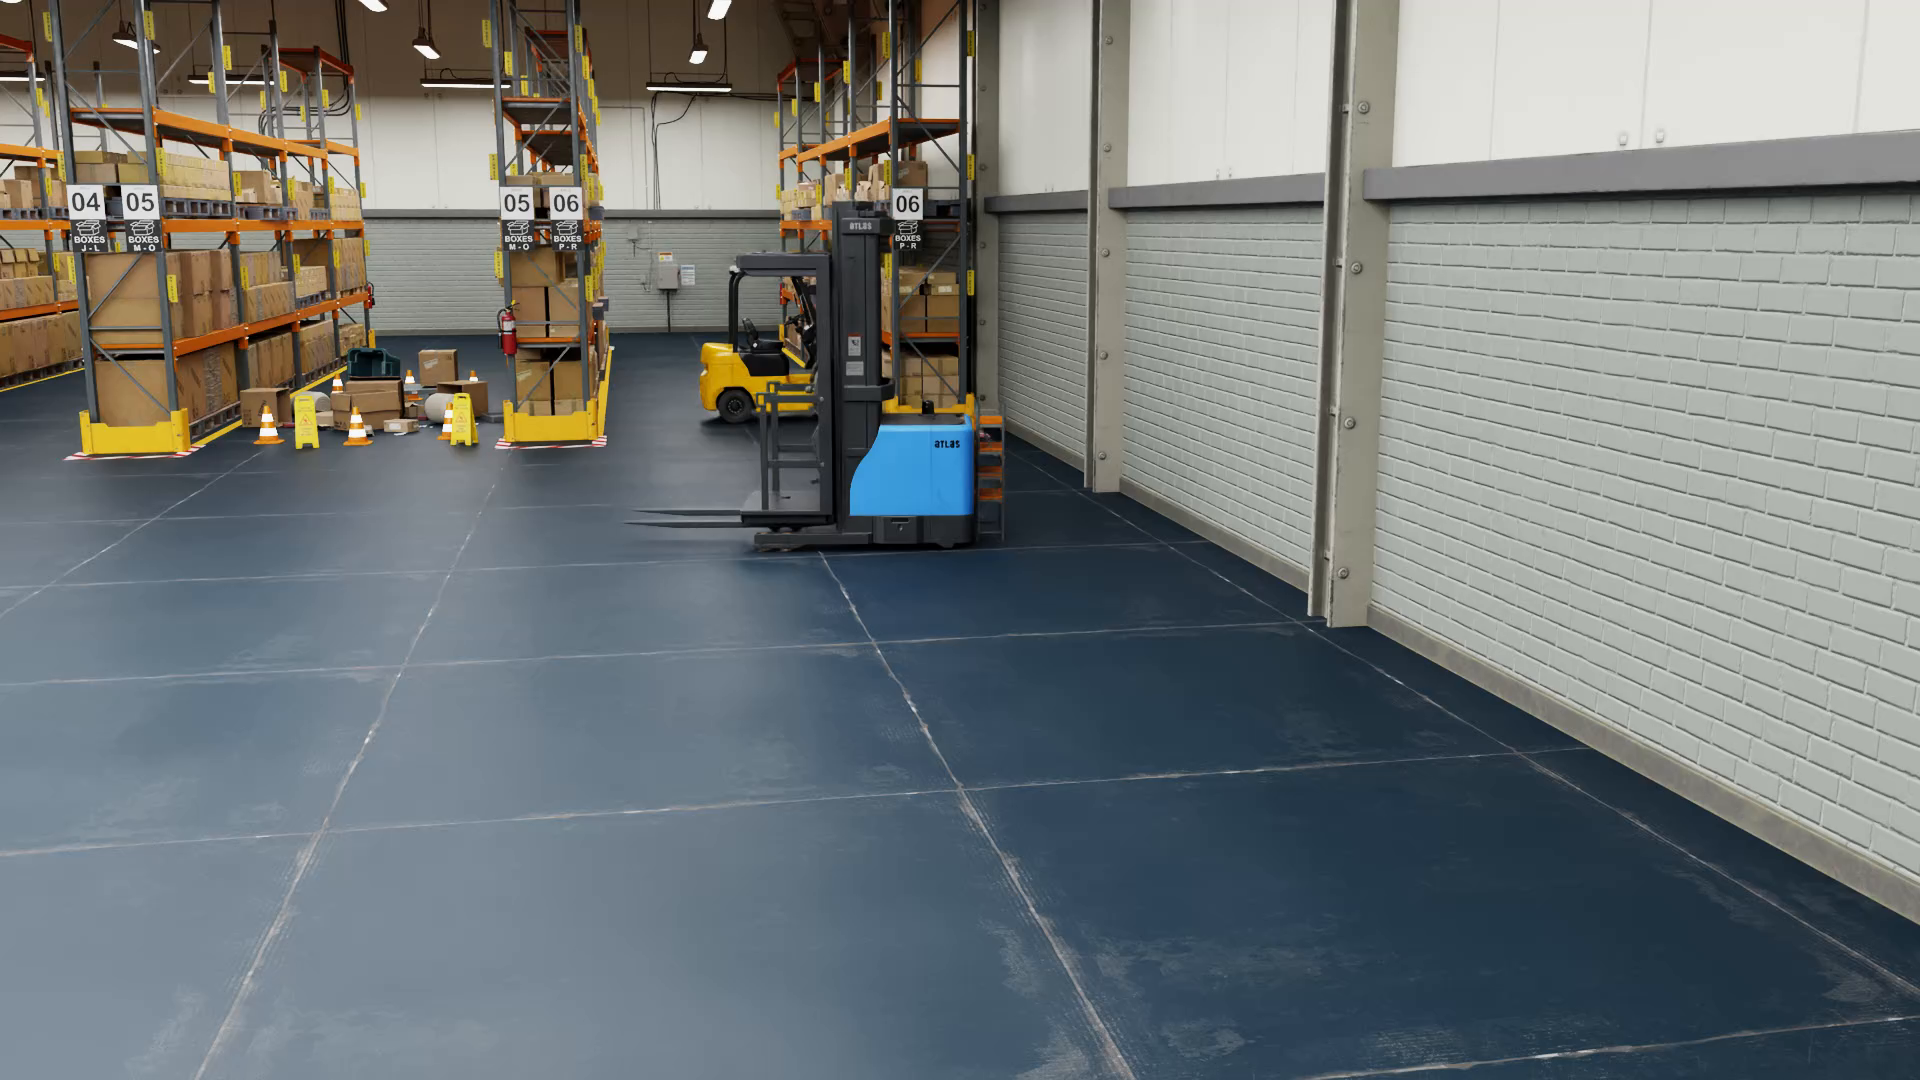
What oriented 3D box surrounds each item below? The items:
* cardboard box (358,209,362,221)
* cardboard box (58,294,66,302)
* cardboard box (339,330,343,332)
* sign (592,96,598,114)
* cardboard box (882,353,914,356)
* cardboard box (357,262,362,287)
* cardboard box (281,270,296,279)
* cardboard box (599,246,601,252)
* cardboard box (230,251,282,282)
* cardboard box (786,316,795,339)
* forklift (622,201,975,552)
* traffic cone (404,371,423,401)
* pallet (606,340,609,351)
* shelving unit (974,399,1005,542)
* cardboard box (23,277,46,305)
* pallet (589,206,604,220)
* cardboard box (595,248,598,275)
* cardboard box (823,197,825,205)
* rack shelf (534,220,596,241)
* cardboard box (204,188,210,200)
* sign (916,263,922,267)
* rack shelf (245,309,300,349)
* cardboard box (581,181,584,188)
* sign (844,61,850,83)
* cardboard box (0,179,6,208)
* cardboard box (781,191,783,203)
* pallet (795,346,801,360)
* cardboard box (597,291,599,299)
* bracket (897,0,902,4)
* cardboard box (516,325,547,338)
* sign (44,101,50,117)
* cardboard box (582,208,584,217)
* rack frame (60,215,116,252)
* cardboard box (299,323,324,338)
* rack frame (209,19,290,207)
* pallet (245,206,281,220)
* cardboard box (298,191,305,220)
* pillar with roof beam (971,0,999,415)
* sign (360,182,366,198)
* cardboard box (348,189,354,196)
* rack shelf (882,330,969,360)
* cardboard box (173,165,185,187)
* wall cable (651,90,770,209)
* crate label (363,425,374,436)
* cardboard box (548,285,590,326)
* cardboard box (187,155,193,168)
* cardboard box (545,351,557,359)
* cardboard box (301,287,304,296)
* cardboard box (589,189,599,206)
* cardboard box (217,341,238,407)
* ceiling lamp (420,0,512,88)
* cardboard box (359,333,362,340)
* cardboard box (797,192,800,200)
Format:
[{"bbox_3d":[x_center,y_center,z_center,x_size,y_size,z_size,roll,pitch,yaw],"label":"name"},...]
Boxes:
[{"bbox_3d":[-12.877,-6.831,34.945,0.500,0.250,0.500,-2,11,-12],"label":"cardboard box"},{"bbox_3d":[-17.063,-4.553,31.266,0.380,0.149,0.250,-2,11,-11],"label":"cardboard box"},{"bbox_3d":[-12.477,-4.085,33.046,0.380,0.149,0.250,-2,11,-12],"label":"cardboard box"},{"bbox_3d":[-7.081,-8.437,32.247,0.100,0.325,0.005,-2,11,-11],"label":"sign"},{"bbox_3d":[-0.909,-2.464,23.176,0.500,0.250,0.500,-2,11,-10],"label":"cardboard box"},{"bbox_3d":[-12.790,-5.533,34.680,0.500,0.500,0.500,-2,11,-12],"label":"cardboard box"},{"bbox_3d":[-11.624,-4.554,28.559,0.380,0.149,0.250,-2,11,-13],"label":"cardboard box"},{"bbox_3d":[-7.647,-5.794,34.174,0.500,0.500,0.500,-2,11,-10],"label":"cardboard box"},{"bbox_3d":[-11.591,-4.496,27.353,0.700,0.500,0.500,-2,11,-11],"label":"cardboard box"},{"bbox_3d":[-3.495,-4.749,37.181,0.797,0.503,0.637,-3,11,-13],"label":"cardboard box"},{"bbox_3d":[-1.397,-1.438,14.411,3.031,2.935,1.130,0,11,-1],"label":"forklift"},{"bbox_3d":[-8.707,-2.450,26.332,0.336,0.463,0.334,-2,11,-11],"label":"traffic cone"},{"bbox_3d":[-8.157,-4.190,36.147,1.003,0.211,1.213,-2,11,-11],"label":"pallet"},{"bbox_3d":[0.259,-0.621,14.751,0.258,1.200,0.503,0,11,-1],"label":"shelving unit"},{"bbox_3d":[-16.883,-4.492,30.008,0.500,0.500,0.500,-2,11,-9],"label":"cardboard box"},{"bbox_3d":[-6.071,-5.001,25.431,1.213,0.211,1.003,-2,11,-11],"label":"pallet"},{"bbox_3d":[-6.880,-5.062,30.330,0.500,0.500,0.500,-2,11,-9],"label":"cardboard box"},{"bbox_3d":[-2.195,-5.957,29.184,0.380,0.166,0.250,-2,11,-11],"label":"cardboard box"},{"bbox_3d":[-6.444,-4.990,26.793,1.077,0.370,4.000,-2,11,-11],"label":"rack shelf"},{"bbox_3d":[-10.257,-4.621,22.213,0.380,0.149,0.250,-2,11,-12],"label":"cardboard box"},{"bbox_3d":[-0.643,-4.169,26.050,0.100,0.325,0.005,-2,11,-11],"label":"sign"},{"bbox_3d":[-11.280,-3.318,26.030,1.077,0.370,4.000,-2,11,-11],"label":"rack shelf"},{"bbox_3d":[-5.175,-4.726,22.023,0.380,0.149,0.250,-2,11,-11],"label":"cardboard box"},{"bbox_3d":[-1.717,-7.107,25.260,0.100,0.325,0.005,-2,11,-11],"label":"sign"},{"bbox_3d":[-16.972,-5.981,28.675,0.797,0.503,0.637,-2,11,-12],"label":"cardboard box"},{"bbox_3d":[-3.681,-7.586,36.777,0.500,0.250,0.500,-2,11,-12],"label":"cardboard box"},{"bbox_3d":[-2.875,-3.907,34.662,1.003,0.211,1.213,-2,11,-11],"label":"pallet"},{"bbox_3d":[-6.214,-4.080,27.661,0.380,0.149,0.250,-2,11,-10],"label":"cardboard box"},{"bbox_3d":[-0.590,-8.362,24.937,0.076,0.066,4.783,-2,11,-11],"label":"bracket"},{"bbox_3d":[-5.560,-2.707,21.567,0.380,0.149,0.250,-2,11,-9],"label":"cardboard box"},{"bbox_3d":[-18.655,-8.808,33.985,0.100,0.325,0.005,-2,11,-11],"label":"sign"},{"bbox_3d":[-5.023,-4.192,21.349,0.380,0.149,0.250,-2,11,-11],"label":"cardboard box"},{"bbox_3d":[-18.110,-5.343,34.748,1.000,3.000,0.127,-2,11,-11],"label":"rack frame"},{"bbox_3d":[-11.850,-3.800,30.195,0.500,0.250,0.500,-3,11,-14],"label":"cardboard box"},{"bbox_3d":[-11.669,-6.985,27.329,1.000,3.000,0.127,-2,11,-11],"label":"rack frame"},{"bbox_3d":[-11.271,-5.098,25.940,1.003,0.211,1.213,-2,11,-8],"label":"pallet"},{"bbox_3d":[-11.623,-5.767,28.682,0.500,0.500,0.500,-2,11,-11],"label":"cardboard box"},{"bbox_3d":[-3.883,-5.902,21.636,9.100,9.000,0.400,-2,11,-11],"label":"pillar with roof beam"},{"bbox_3d":[-12.676,-7.430,35.322,0.100,0.325,0.005,-2,11,-11],"label":"sign"},{"bbox_3d":[-12.712,-7.156,34.247,0.380,0.149,0.250,-2,11,-10],"label":"cardboard box"},{"bbox_3d":[-0.798,-2.964,24.171,1.077,0.370,4.000,-2,11,-11],"label":"rack shelf"},{"bbox_3d":[-10.055,-4.563,20.841,0.500,0.250,0.500,-2,11,-12],"label":"cardboard box"},{"bbox_3d":[-6.293,-9.824,42.142,2.988,3.039,0.133,-2,11,-11],"label":"wall cable"},{"bbox_3d":[-7.862,-1.434,21.866,0.250,0.136,0.298,-9,14,-40],"label":"crate label"},{"bbox_3d":[-5.097,-3.062,21.696,0.500,0.500,0.500,-2,11,-12],"label":"cardboard box"},{"bbox_3d":[-10.112,-4.874,21.408,0.380,0.149,0.250,-2,11,-12],"label":"cardboard box"},{"bbox_3d":[-5.990,-2.416,23.593,0.500,0.500,0.500,-2,11,-8],"label":"cardboard box"},{"bbox_3d":[-11.717,-4.358,29.122,0.380,0.149,0.250,-2,11,-8],"label":"cardboard box"},{"bbox_3d":[-5.775,-5.231,25.413,0.500,0.250,0.500,-2,11,-13],"label":"cardboard box"},{"bbox_3d":[-10.837,-2.349,23.575,0.875,0.875,0.875,-2,11,-10],"label":"cardboard box"},{"bbox_3d":[-11.289,-11.923,37.658,2.000,3.185,0.800,-2,11,-11],"label":"ceiling lamp"},{"bbox_3d":[-12.739,-4.276,34.844,0.380,0.149,0.250,-3,11,-13],"label":"cardboard box"},{"bbox_3d":[-2.985,-6.738,32.538,0.380,0.149,0.250,-2,11,-12],"label":"cardboard box"}]
